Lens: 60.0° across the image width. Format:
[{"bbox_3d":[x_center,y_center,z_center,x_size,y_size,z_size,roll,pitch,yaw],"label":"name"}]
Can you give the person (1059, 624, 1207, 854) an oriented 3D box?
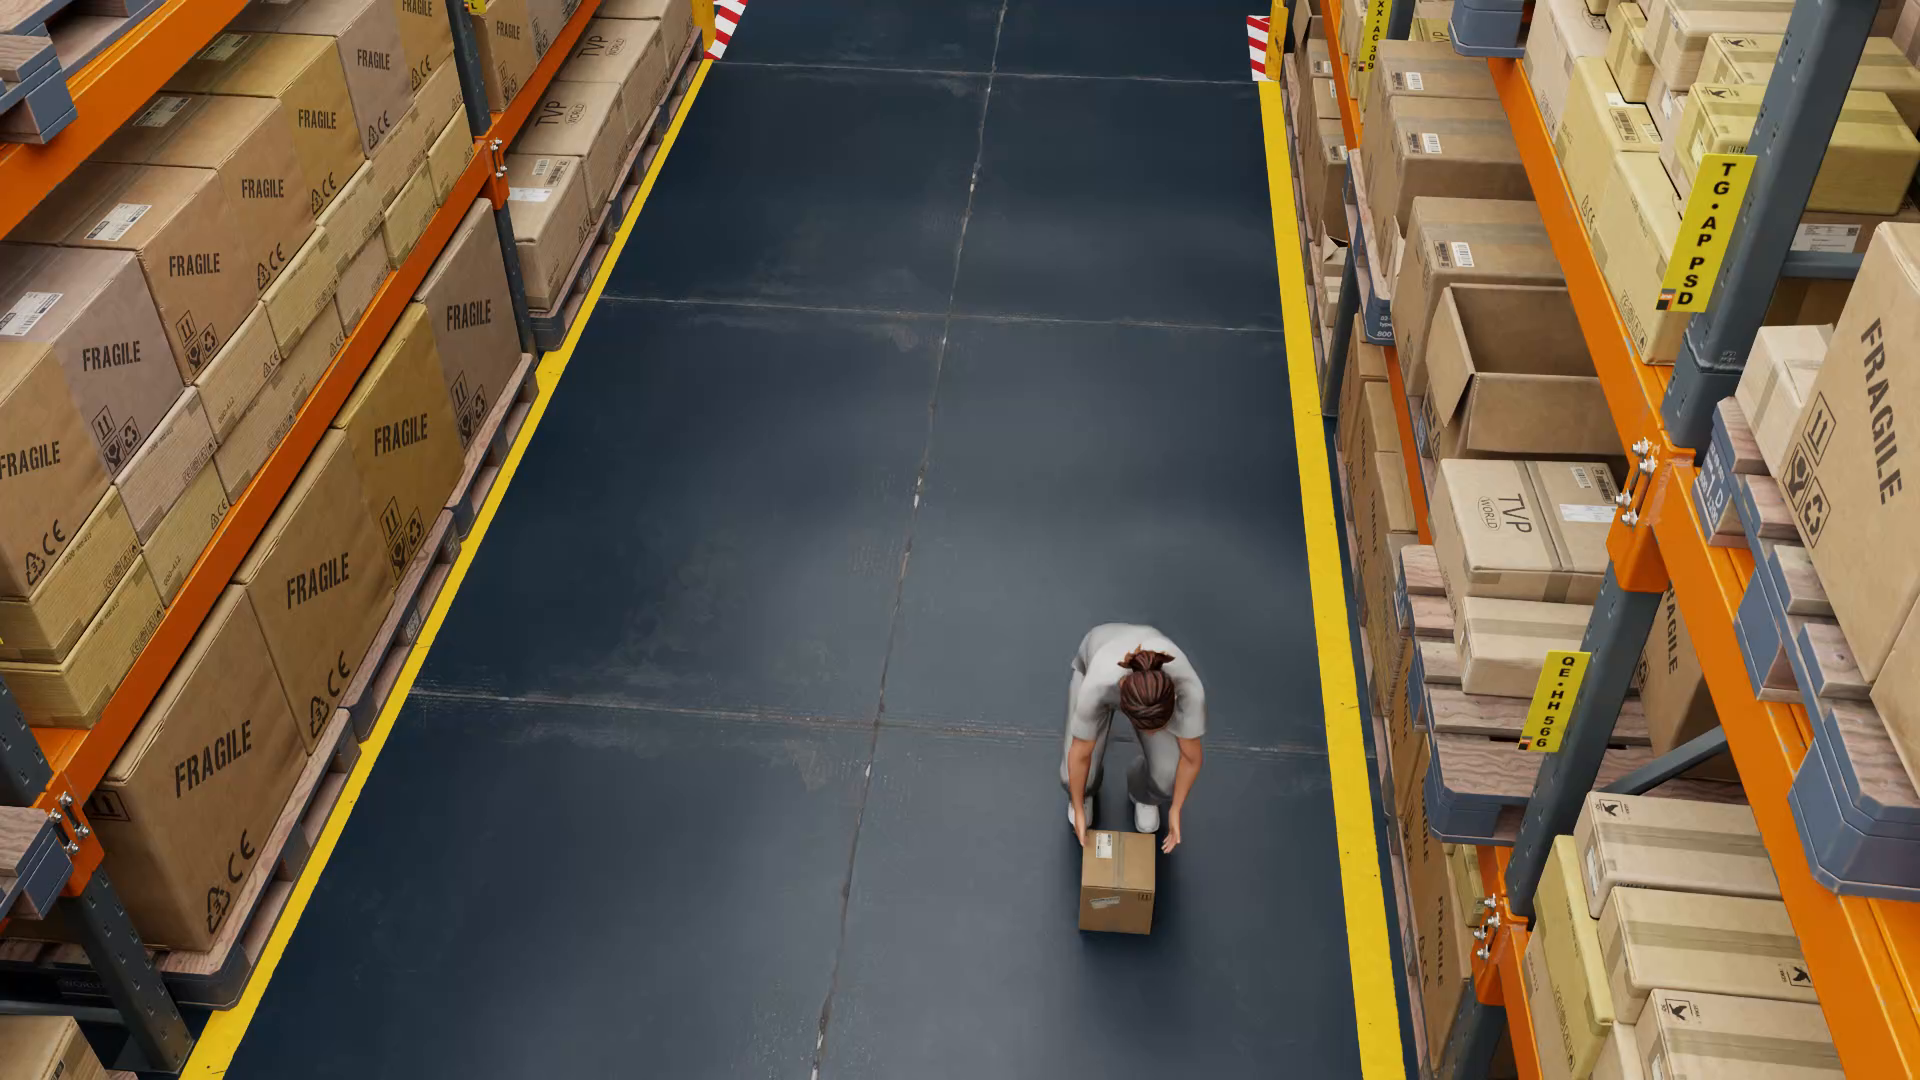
[{"bbox_3d":[0.606,0.658,5.868,0.493,1.048,0.771,3,40,3],"label":"person"}]
